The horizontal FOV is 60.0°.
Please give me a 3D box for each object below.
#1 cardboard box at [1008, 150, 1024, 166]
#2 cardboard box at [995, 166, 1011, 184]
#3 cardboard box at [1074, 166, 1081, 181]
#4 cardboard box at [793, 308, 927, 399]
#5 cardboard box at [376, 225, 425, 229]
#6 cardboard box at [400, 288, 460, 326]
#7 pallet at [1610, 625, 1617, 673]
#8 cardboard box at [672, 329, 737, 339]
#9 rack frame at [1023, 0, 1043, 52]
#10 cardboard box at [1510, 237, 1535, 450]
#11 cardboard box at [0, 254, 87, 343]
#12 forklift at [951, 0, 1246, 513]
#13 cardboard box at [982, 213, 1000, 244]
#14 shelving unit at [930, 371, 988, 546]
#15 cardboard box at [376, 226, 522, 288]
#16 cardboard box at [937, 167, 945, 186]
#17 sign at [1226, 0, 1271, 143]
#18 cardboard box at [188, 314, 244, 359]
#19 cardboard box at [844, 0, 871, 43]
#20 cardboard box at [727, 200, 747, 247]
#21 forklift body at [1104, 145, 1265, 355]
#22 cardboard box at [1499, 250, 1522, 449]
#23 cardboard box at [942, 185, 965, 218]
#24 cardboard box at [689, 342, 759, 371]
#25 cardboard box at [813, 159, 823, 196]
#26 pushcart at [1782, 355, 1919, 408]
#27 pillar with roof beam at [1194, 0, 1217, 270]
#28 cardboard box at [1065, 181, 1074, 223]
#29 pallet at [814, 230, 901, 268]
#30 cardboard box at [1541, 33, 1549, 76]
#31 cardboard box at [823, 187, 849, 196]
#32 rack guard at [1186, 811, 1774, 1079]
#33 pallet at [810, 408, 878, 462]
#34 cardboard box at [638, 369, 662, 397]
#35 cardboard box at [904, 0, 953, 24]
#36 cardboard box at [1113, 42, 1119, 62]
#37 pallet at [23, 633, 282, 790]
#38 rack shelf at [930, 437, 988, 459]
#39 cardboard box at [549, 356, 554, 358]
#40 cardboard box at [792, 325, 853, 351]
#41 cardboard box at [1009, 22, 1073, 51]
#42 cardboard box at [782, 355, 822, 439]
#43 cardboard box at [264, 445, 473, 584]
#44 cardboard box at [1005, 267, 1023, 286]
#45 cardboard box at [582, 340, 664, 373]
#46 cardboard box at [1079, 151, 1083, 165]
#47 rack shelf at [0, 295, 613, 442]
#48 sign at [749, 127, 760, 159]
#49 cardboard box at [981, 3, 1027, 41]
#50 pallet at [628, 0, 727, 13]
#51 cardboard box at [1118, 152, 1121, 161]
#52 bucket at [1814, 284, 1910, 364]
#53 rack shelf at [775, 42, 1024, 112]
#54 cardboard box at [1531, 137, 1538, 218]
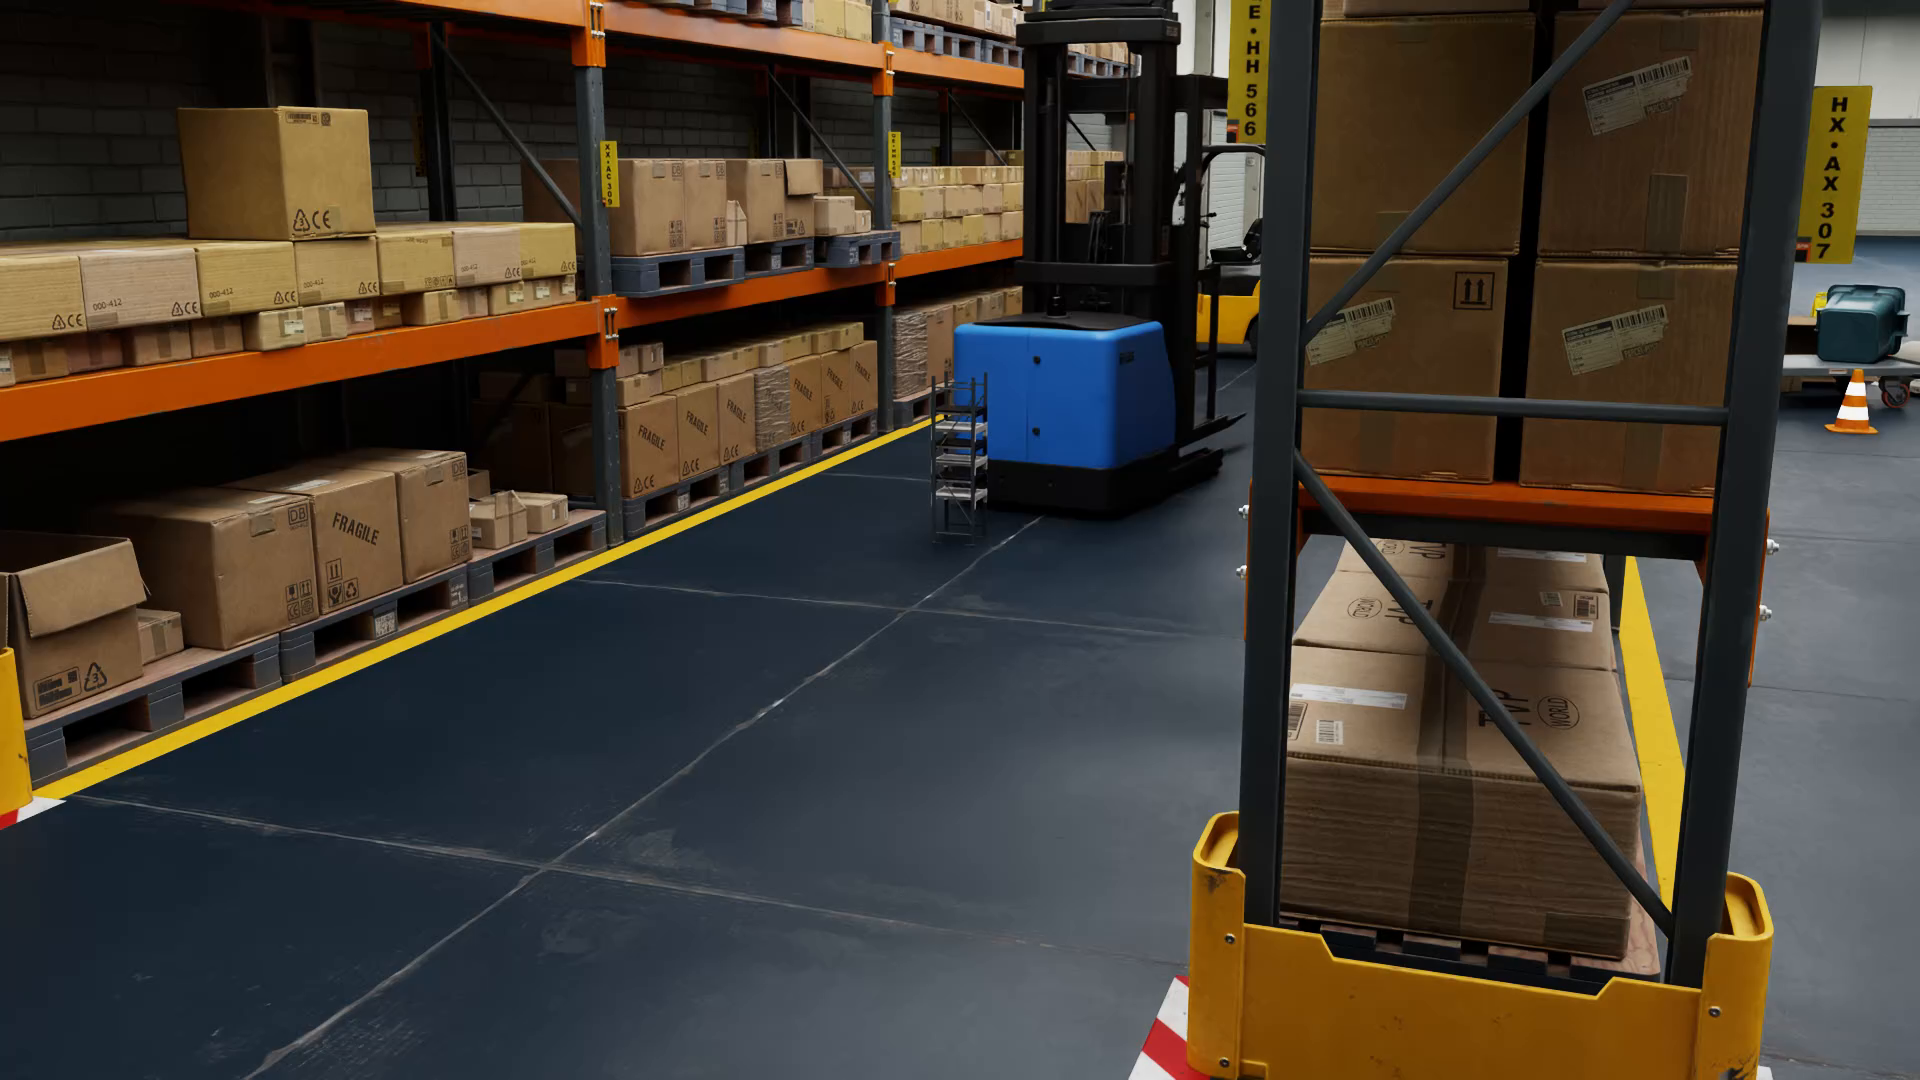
[{"bbox_3d":[0.684,-3.704,16.124,0.380,0.149,0.250,5,14,20],"label":"cardboard box"},{"bbox_3d":[0.244,-3.257,14.834,0.380,0.149,0.250,4,13,17],"label":"cardboard box"},{"bbox_3d":[1.028,-3.774,17.102,0.380,0.149,0.250,4,14,18],"label":"cardboard box"},{"bbox_3d":[-0.780,-1.483,13.138,0.875,0.625,0.625,5,14,20],"label":"cardboard box"},{"bbox_3d":[-2.860,-1.345,7.807,0.500,0.250,0.500,4,14,18],"label":"cardboard box"},{"bbox_3d":[-2.444,-1.034,7.341,0.380,0.149,0.250,4,13,18],"label":"cardboard box"},{"bbox_3d":[2.089,0.407,6.731,1.003,0.211,1.213,4,14,18],"label":"pallet"},{"bbox_3d":[-1.750,-1.358,11.413,0.380,0.149,0.250,4,13,16],"label":"cardboard box"},{"bbox_3d":[0.300,-6.073,15.372,1.000,3.000,0.127,4,14,18],"label":"rack frame"},{"bbox_3d":[1.679,-0.503,4.224,0.500,0.500,0.500,4,13,18],"label":"cardboard box"},{"bbox_3d":[-3.181,-0.769,5.287,0.500,0.250,0.500,4,14,19],"label":"cardboard box"},{"bbox_3d":[1.074,-1.866,10.579,1.130,2.935,3.031,7,14,27],"label":"forklift"},{"bbox_3d":[0.037,-2.741,14.595,0.500,0.250,0.500,4,14,19],"label":"cardboard box"},{"bbox_3d":[-0.003,-0.437,8.880,0.258,0.900,0.210,4,14,18],"label":"shelving unit"},{"bbox_3d":[-2.371,-1.304,7.630,0.500,0.250,0.500,4,14,19],"label":"cardboard box"},{"bbox_3d":[-0.343,-2.940,13.446,0.380,0.149,0.250,5,14,19],"label":"cardboard box"},{"bbox_3d":[0.606,-0.987,3.436,0.100,0.325,0.005,4,14,18],"label":"sign"},{"bbox_3d":[-2.906,-0.768,6.178,0.380,0.149,0.250,5,14,19],"label":"cardboard box"},{"bbox_3d":[-0.931,-3.570,11.482,0.500,0.250,0.500,4,13,17],"label":"cardboard box"},{"bbox_3d":[-1.476,-1.868,9.788,0.396,0.266,0.258,5,14,21],"label":"cardboard box"},{"bbox_3d":[2.707,-3.046,17.499,2.313,2.155,1.214,4,14,18],"label":"forklift body"},{"bbox_3d":[1.197,-0.539,4.383,0.500,0.500,0.500,4,13,17],"label":"cardboard box"},{"bbox_3d":[-0.270,-2.767,13.582,0.500,0.250,0.500,4,13,17],"label":"cardboard box"},{"bbox_3d":[-1.498,-1.161,10.548,0.380,0.149,0.250,4,14,19],"label":"cardboard box"},{"bbox_3d":[-1.309,-2.462,11.866,0.500,0.500,0.500,5,14,21],"label":"cardboard box"},{"bbox_3d":[7.171,-1.359,14.096,1.648,0.377,0.936,0,13,-1],"label":"pushcart"},{"bbox_3d":[8.472,-9.050,28.416,9.100,9.000,0.400,4,14,18],"label":"pillar with roof beam"},{"bbox_3d":[0.843,-3.382,16.841,0.500,0.500,0.500,5,14,19],"label":"cardboard box"},{"bbox_3d":[-1.147,-2.065,11.724,1.213,0.211,1.003,4,14,18],"label":"pallet"},{"bbox_3d":[2.333,-1.772,6.082,0.380,0.149,0.250,4,14,18],"label":"cardboard box"},{"bbox_3d":[-1.112,-2.591,12.813,0.500,0.250,0.500,5,14,20],"label":"cardboard box"},{"bbox_3d":[1.107,0.959,3.663,1.175,0.500,0.348,4,14,18],"label":"rack guard"},{"bbox_3d":[-1.272,-0.792,11.983,1.003,0.211,1.213,4,14,18],"label":"pallet"},{"bbox_3d":[-1.904,-0.886,9.346,0.380,0.149,0.250,4,13,17],"label":"cardboard box"},{"bbox_3d":[-0.461,-4.319,13.035,0.700,0.500,0.500,4,13,17],"label":"cardboard box"},{"bbox_3d":[1.531,-5.391,18.259,0.396,0.266,0.258,4,14,19],"label":"cardboard box"},{"bbox_3d":[-3.301,0.554,6.086,1.003,0.211,1.213,4,14,18],"label":"pallet"},{"bbox_3d":[-0.003,-0.492,8.868,0.258,0.077,0.200,4,14,18],"label":"rack shelf"},{"bbox_3d":[-2.234,-1.028,9.965,0.380,0.149,0.250,4,13,16],"label":"cardboard box"},{"bbox_3d":[-0.974,-1.426,11.712,0.380,0.149,0.250,4,13,15],"label":"cardboard box"},{"bbox_3d":[0.799,-4.978,16.348,0.500,0.311,0.500,5,14,20],"label":"cardboard box"},{"bbox_3d":[-1.267,-0.972,11.181,0.500,0.500,0.500,5,14,21],"label":"cardboard box"},{"bbox_3d":[-2.646,-0.125,7.469,0.700,0.500,0.500,4,13,16],"label":"cardboard box"},{"bbox_3d":[0.753,-2.579,16.535,0.500,0.250,0.500,4,13,18],"label":"cardboard box"},{"bbox_3d":[-1.882,-1.026,9.288,0.380,0.149,0.250,4,13,16],"label":"cardboard box"},{"bbox_3d":[1.089,-4.035,17.573,0.380,0.149,0.250,4,14,19],"label":"cardboard box"},{"bbox_3d":[-2.936,-0.692,6.895,1.077,0.370,4.000,4,14,18],"label":"rack shelf"},{"bbox_3d":[-1.521,-2.910,12.393,0.100,0.325,0.005,4,14,18],"label":"sign"},{"bbox_3d":[0.296,-4.651,14.913,0.500,0.311,0.500,4,13,17],"label":"cardboard box"},{"bbox_3d":[-2.011,-2.967,8.926,1.213,0.211,1.003,4,14,18],"label":"pallet"},{"bbox_3d":[1.627,-4.356,18.979,0.380,0.149,0.250,4,14,18],"label":"cardboard box"},{"bbox_3d":[7.577,-1.796,14.057,0.726,0.611,0.620,10,26,38],"label":"bucket"},{"bbox_3d":[-0.347,-3.839,13.941,1.077,0.370,4.000,4,14,18],"label":"rack shelf"},{"bbox_3d":[2.020,-1.205,5.055,0.500,0.500,0.500,4,14,19],"label":"cardboard box"}]
